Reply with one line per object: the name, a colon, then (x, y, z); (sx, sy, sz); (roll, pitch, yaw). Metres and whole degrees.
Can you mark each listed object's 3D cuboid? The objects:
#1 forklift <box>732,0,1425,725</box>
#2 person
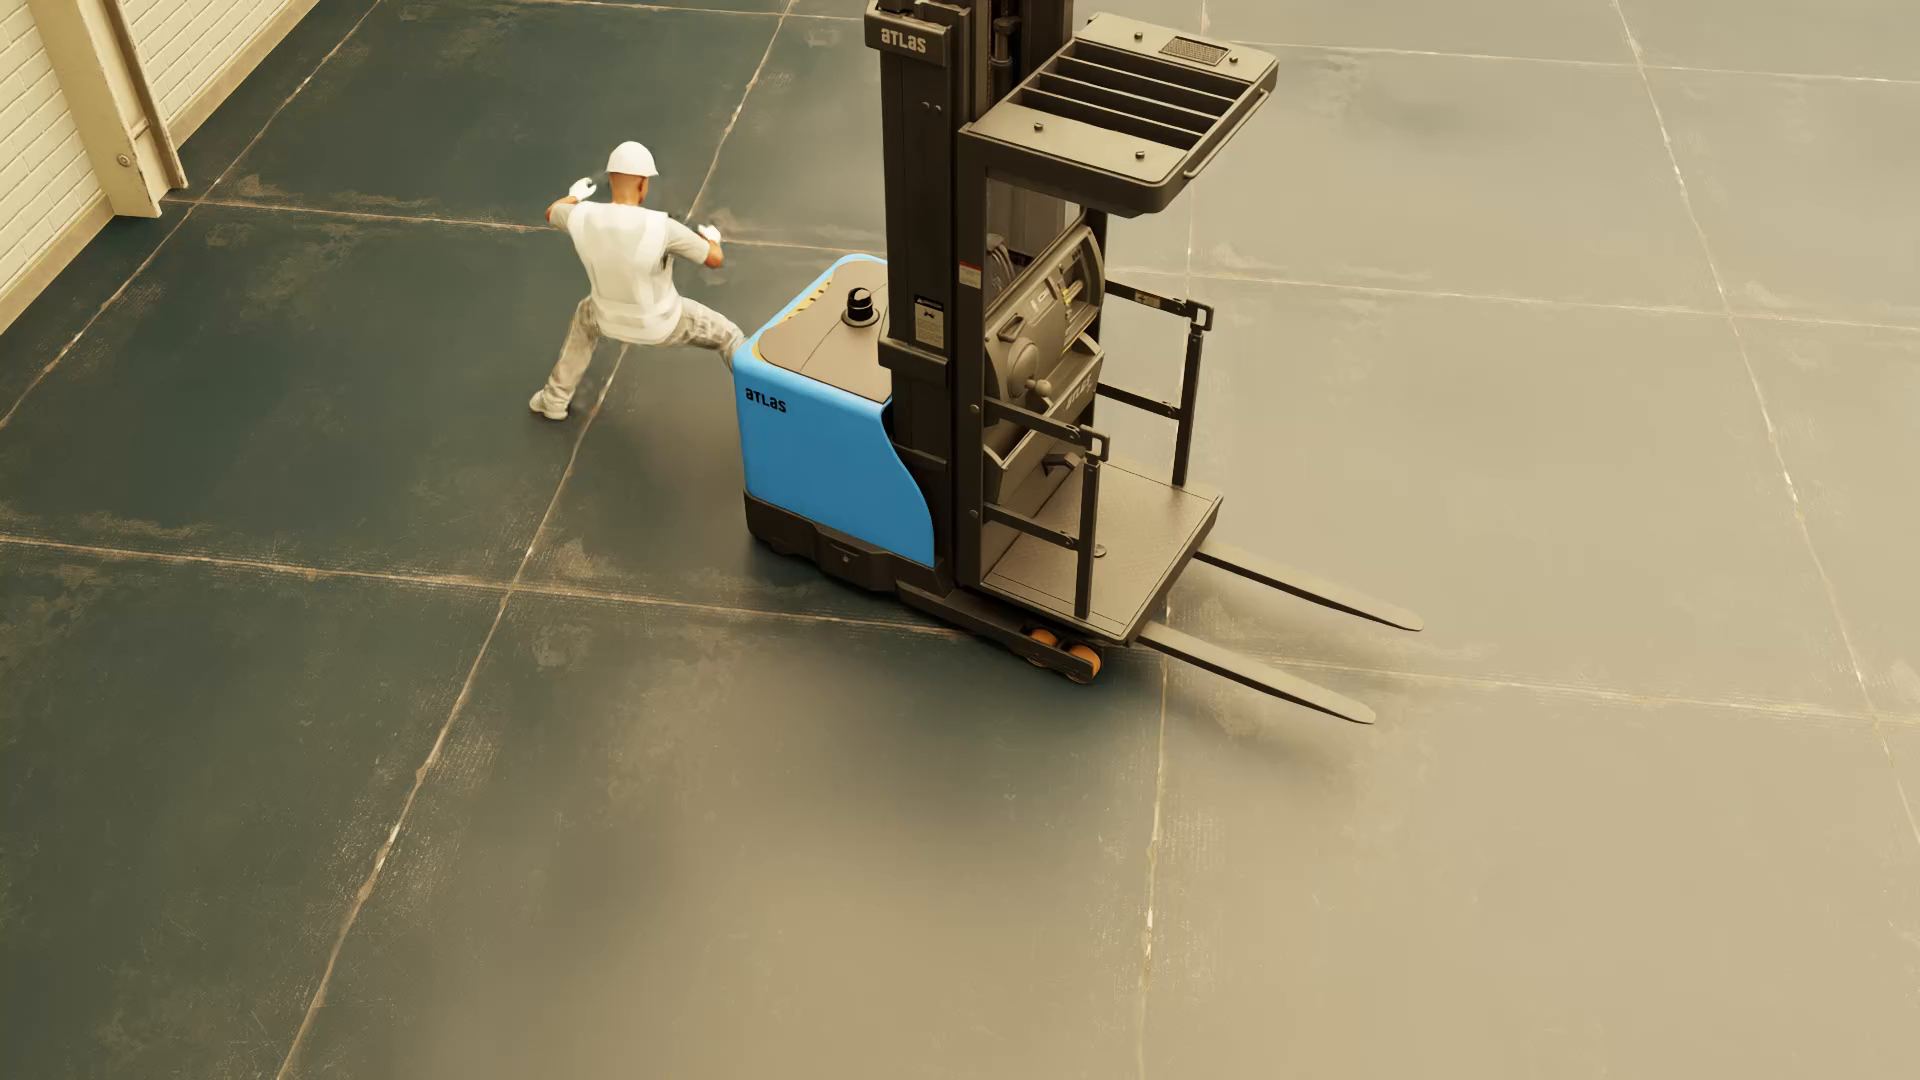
forklift: (0.529, -0.874, 6.675); (3.031, 2.935, 1.130); (21, 47, 22)
person: (-1.532, -1.264, 8.119); (1.296, 1.551, 0.757); (11, 44, 12)
